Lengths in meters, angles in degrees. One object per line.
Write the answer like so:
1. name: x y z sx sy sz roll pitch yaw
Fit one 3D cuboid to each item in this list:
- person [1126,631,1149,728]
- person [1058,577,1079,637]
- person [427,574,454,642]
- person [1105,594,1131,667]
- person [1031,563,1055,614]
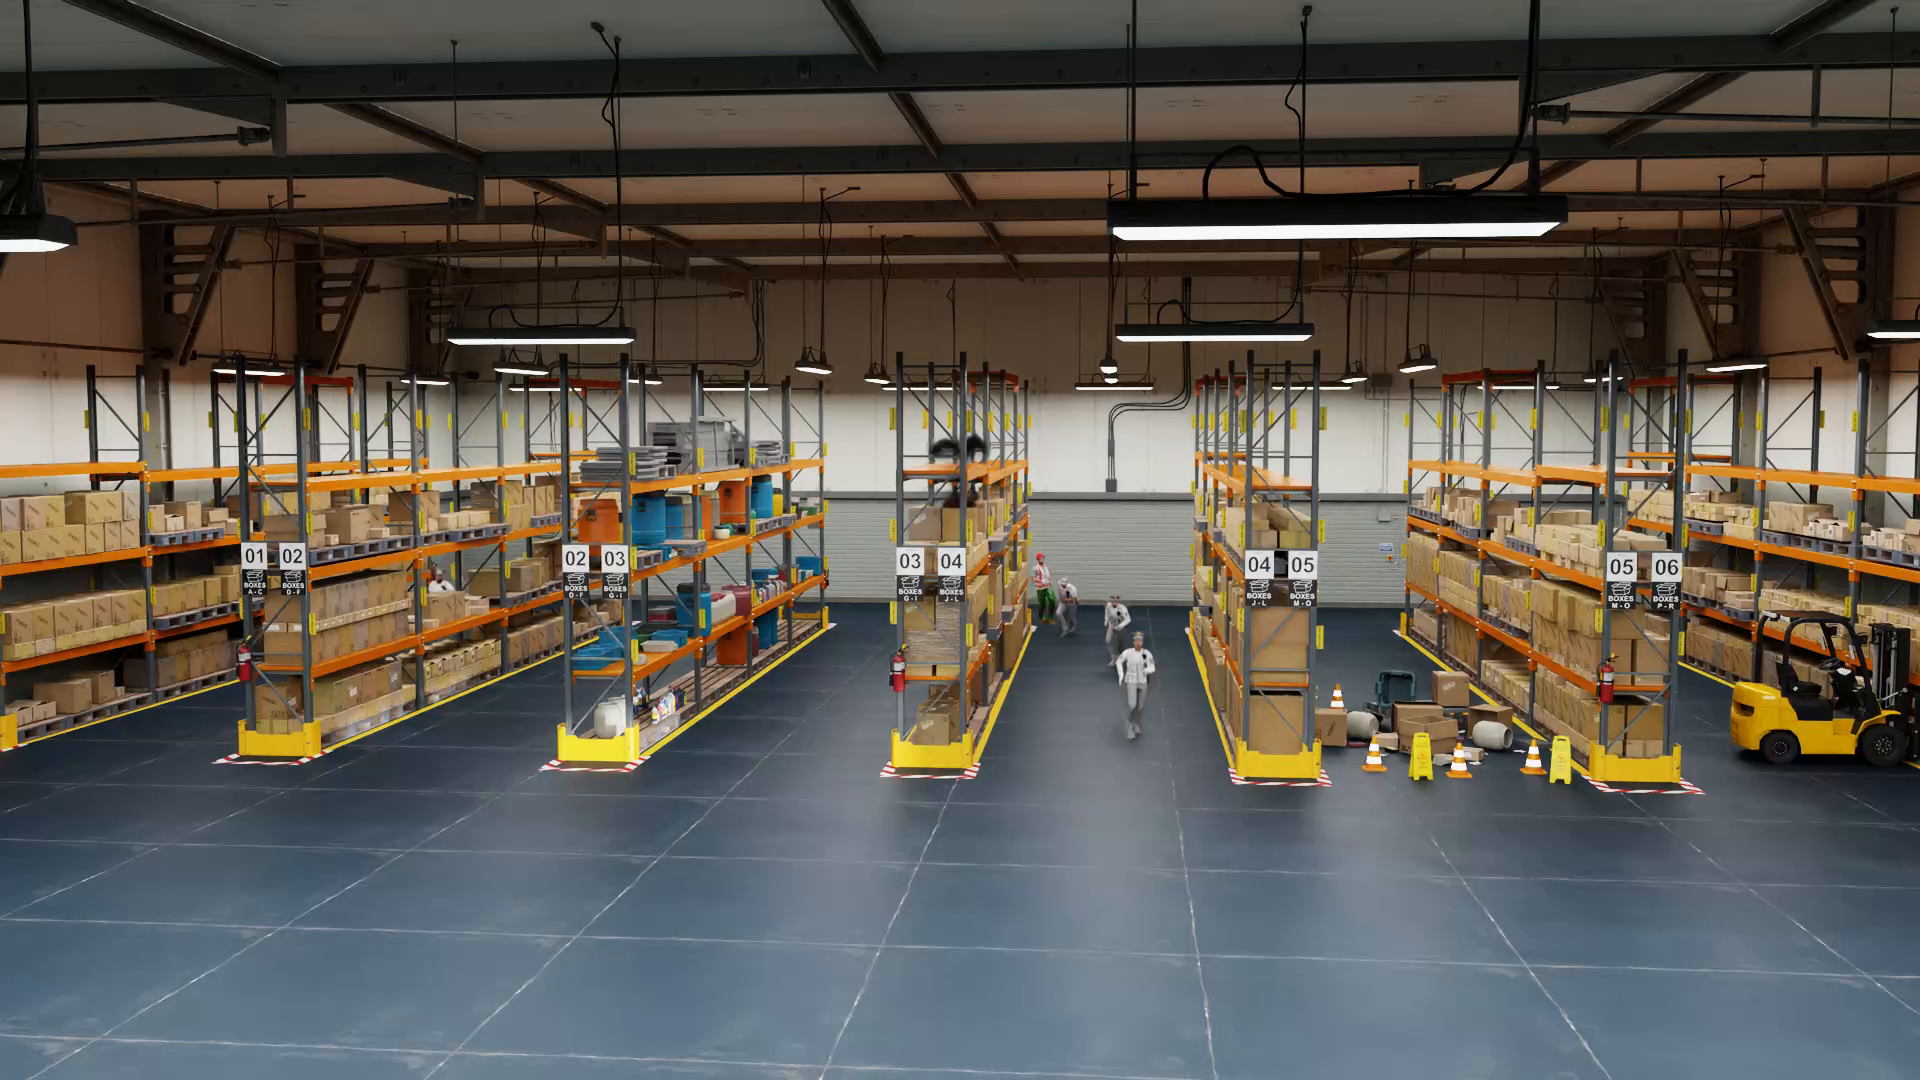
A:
1. person: 2.801 2.223 26.265 0.377 1.576 0.607 0 4 -6
2. person: 2.549 1.540 38.925 0.605 1.442 1.142 2 4 25
3. person: -11.469 1.470 36.577 0.645 1.594 0.710 0 4 -1
4. person: 3.254 1.813 34.068 0.614 1.485 1.004 2 4 21
5. person: 2.063 1.205 40.886 0.671 1.257 0.594 -2 5 -29
